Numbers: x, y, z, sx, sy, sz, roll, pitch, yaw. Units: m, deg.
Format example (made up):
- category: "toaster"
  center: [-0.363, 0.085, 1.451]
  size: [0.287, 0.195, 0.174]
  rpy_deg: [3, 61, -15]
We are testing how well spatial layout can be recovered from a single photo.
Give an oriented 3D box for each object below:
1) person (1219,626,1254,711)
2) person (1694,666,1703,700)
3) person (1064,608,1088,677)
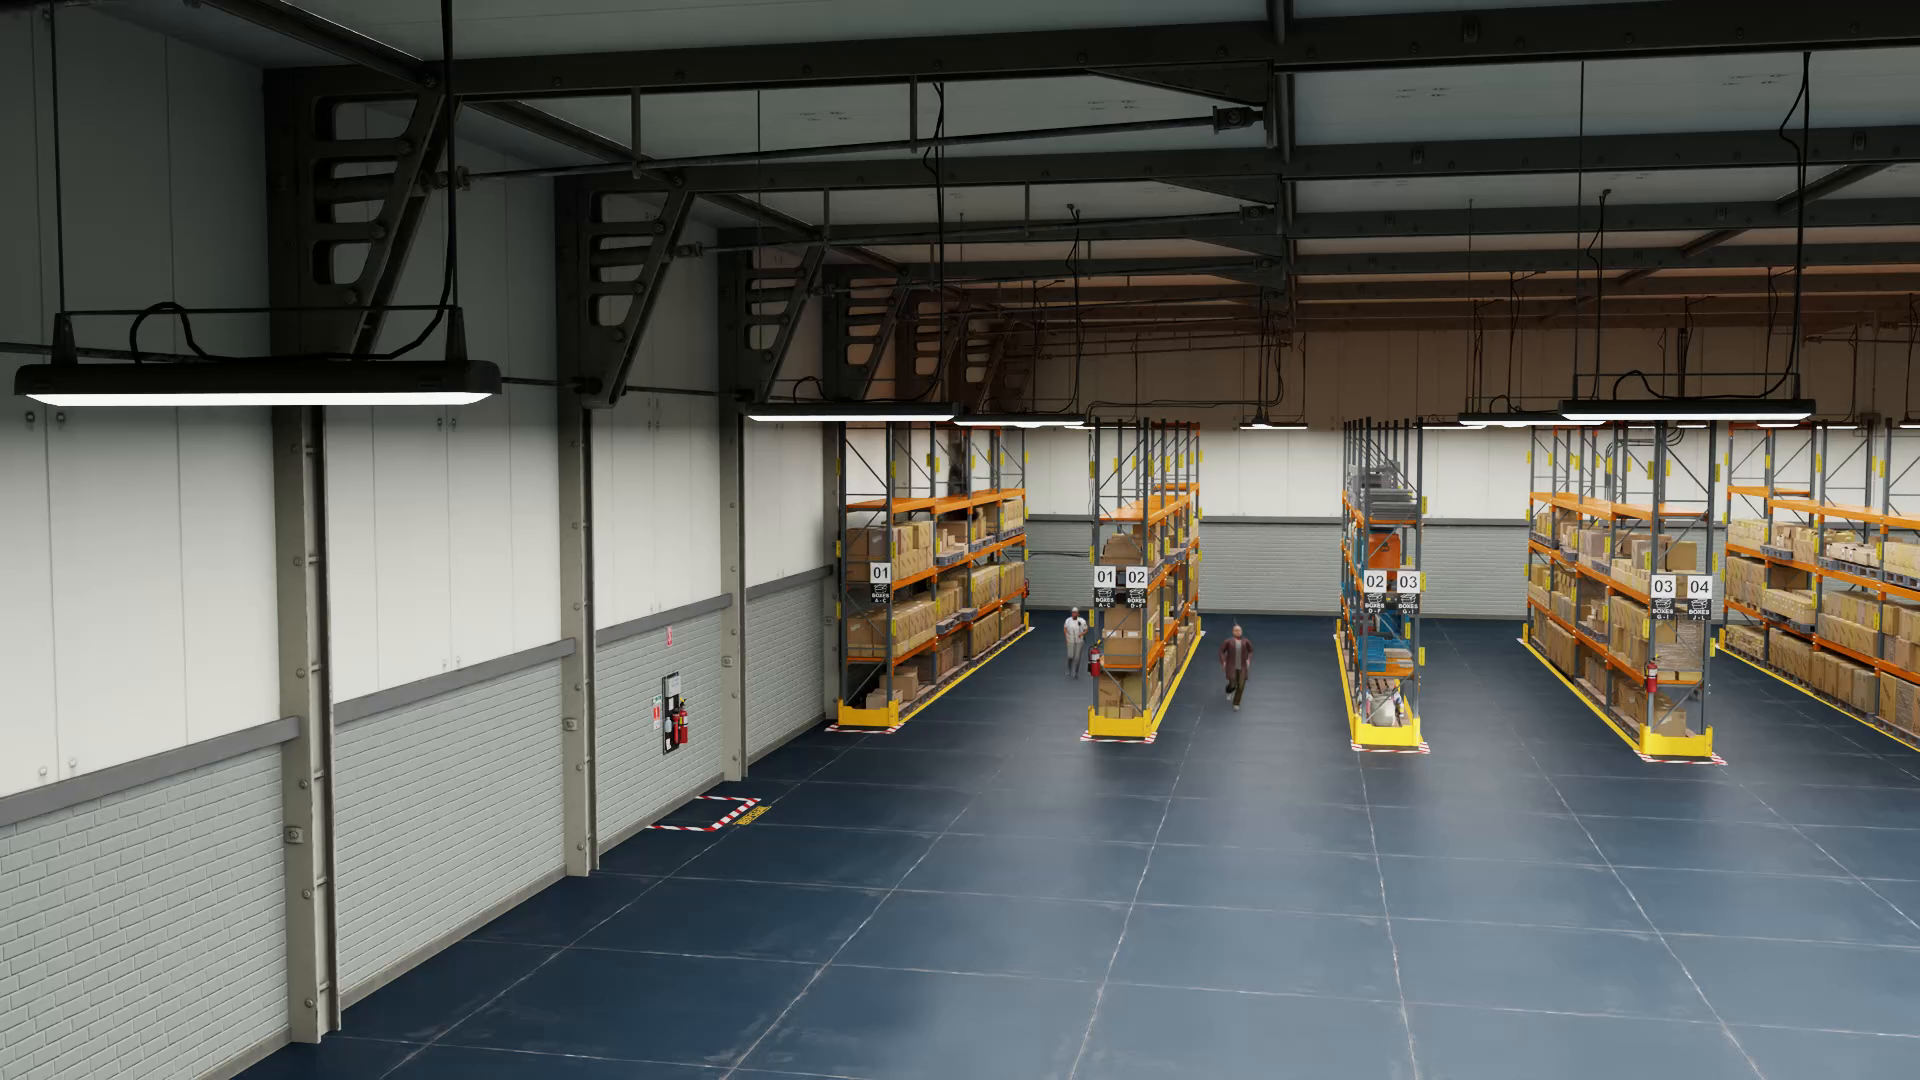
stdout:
- category: "person"
  center: [5.722, 2.637, 34.386]
  size: [0.724, 1.735, 0.689]
  rpy_deg: [0, 4, -1]
- category: "person"
  center: [15.845, 2.619, 35.875]
  size: [0.589, 1.636, 0.769]
  rpy_deg: [1, 4, 9]
- category: "person"
  center: [2.689, 2.390, 38.728]
  size: [0.586, 1.634, 0.584]
  rpy_deg: [0, 4, 8]
